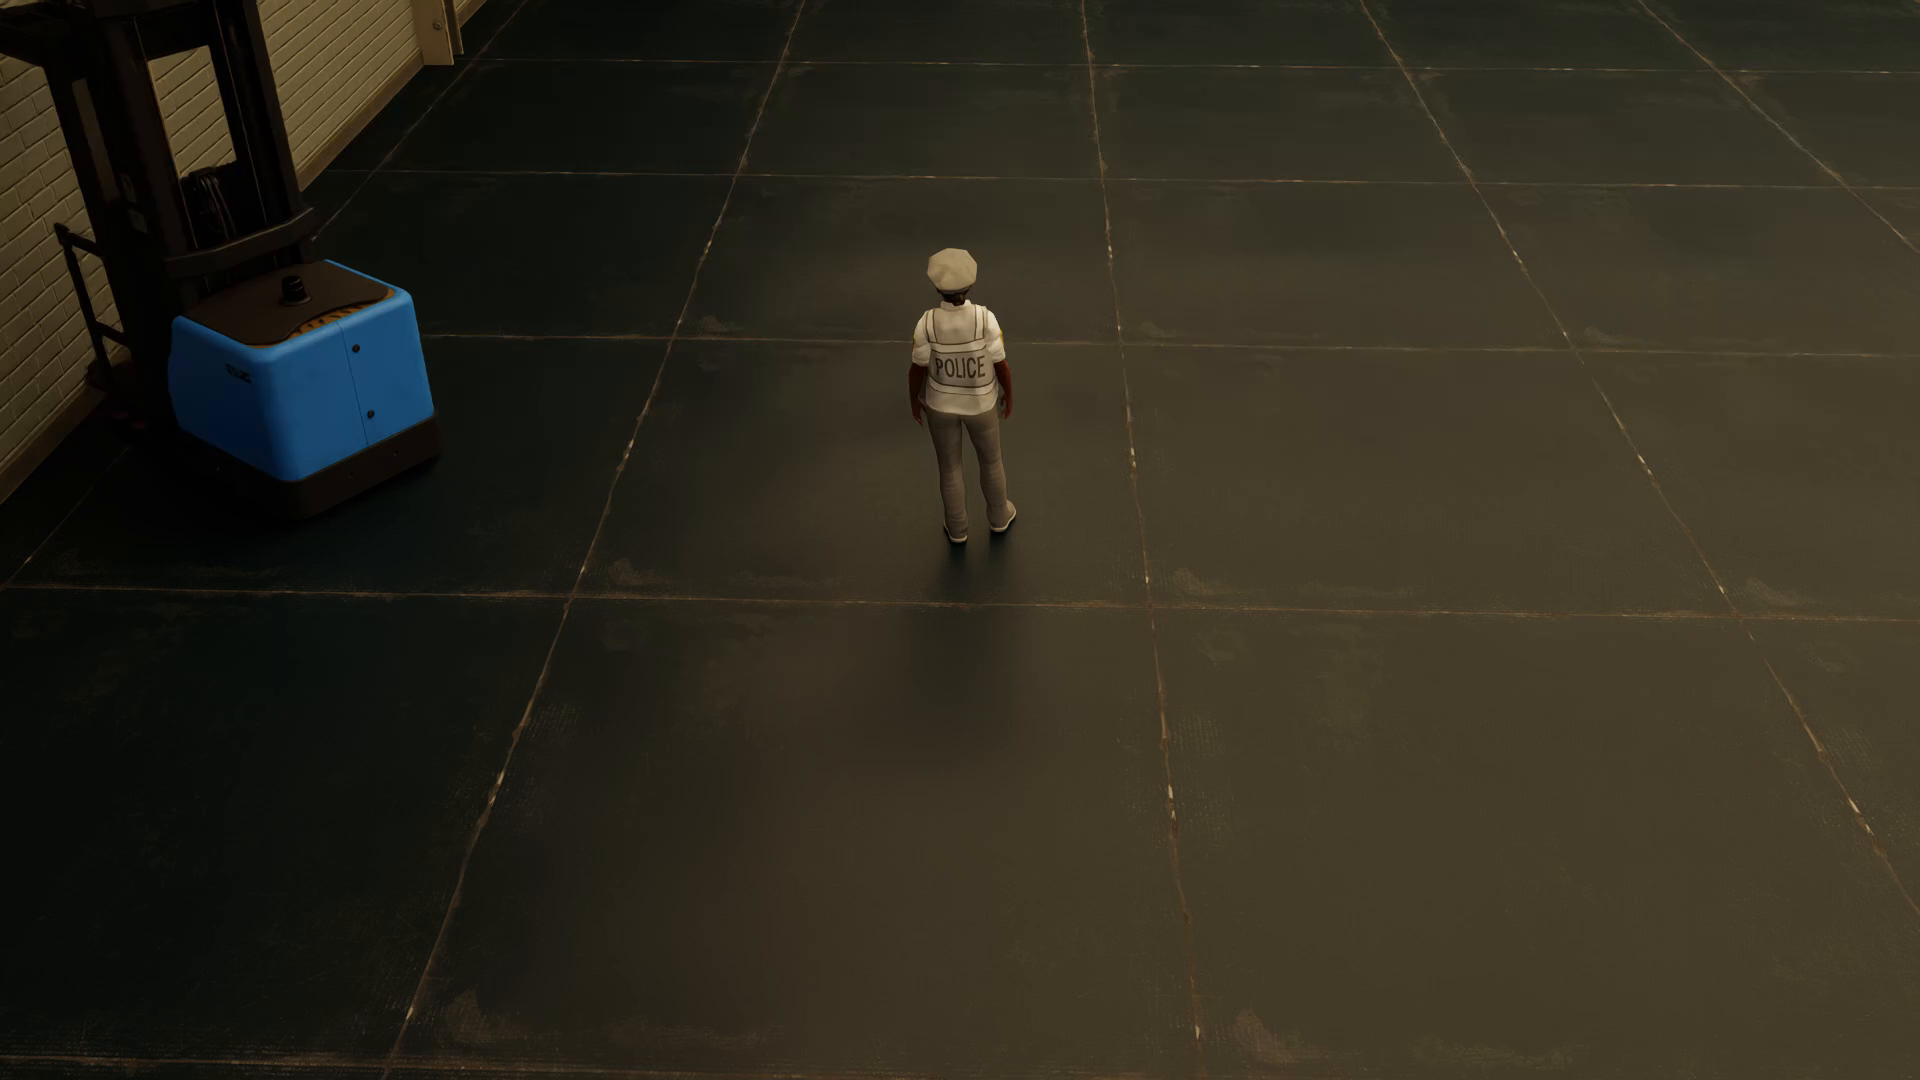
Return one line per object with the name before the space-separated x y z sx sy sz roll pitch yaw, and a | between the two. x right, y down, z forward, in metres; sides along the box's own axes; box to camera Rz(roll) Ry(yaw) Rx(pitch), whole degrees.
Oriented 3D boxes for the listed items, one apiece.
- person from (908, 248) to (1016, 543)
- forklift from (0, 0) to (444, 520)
person | 0.022 -0.755 8.691 0.569 1.694 0.530 1 33 1
forklift | -4.523 -1.979 9.441 3.031 2.935 1.130 22 39 30
